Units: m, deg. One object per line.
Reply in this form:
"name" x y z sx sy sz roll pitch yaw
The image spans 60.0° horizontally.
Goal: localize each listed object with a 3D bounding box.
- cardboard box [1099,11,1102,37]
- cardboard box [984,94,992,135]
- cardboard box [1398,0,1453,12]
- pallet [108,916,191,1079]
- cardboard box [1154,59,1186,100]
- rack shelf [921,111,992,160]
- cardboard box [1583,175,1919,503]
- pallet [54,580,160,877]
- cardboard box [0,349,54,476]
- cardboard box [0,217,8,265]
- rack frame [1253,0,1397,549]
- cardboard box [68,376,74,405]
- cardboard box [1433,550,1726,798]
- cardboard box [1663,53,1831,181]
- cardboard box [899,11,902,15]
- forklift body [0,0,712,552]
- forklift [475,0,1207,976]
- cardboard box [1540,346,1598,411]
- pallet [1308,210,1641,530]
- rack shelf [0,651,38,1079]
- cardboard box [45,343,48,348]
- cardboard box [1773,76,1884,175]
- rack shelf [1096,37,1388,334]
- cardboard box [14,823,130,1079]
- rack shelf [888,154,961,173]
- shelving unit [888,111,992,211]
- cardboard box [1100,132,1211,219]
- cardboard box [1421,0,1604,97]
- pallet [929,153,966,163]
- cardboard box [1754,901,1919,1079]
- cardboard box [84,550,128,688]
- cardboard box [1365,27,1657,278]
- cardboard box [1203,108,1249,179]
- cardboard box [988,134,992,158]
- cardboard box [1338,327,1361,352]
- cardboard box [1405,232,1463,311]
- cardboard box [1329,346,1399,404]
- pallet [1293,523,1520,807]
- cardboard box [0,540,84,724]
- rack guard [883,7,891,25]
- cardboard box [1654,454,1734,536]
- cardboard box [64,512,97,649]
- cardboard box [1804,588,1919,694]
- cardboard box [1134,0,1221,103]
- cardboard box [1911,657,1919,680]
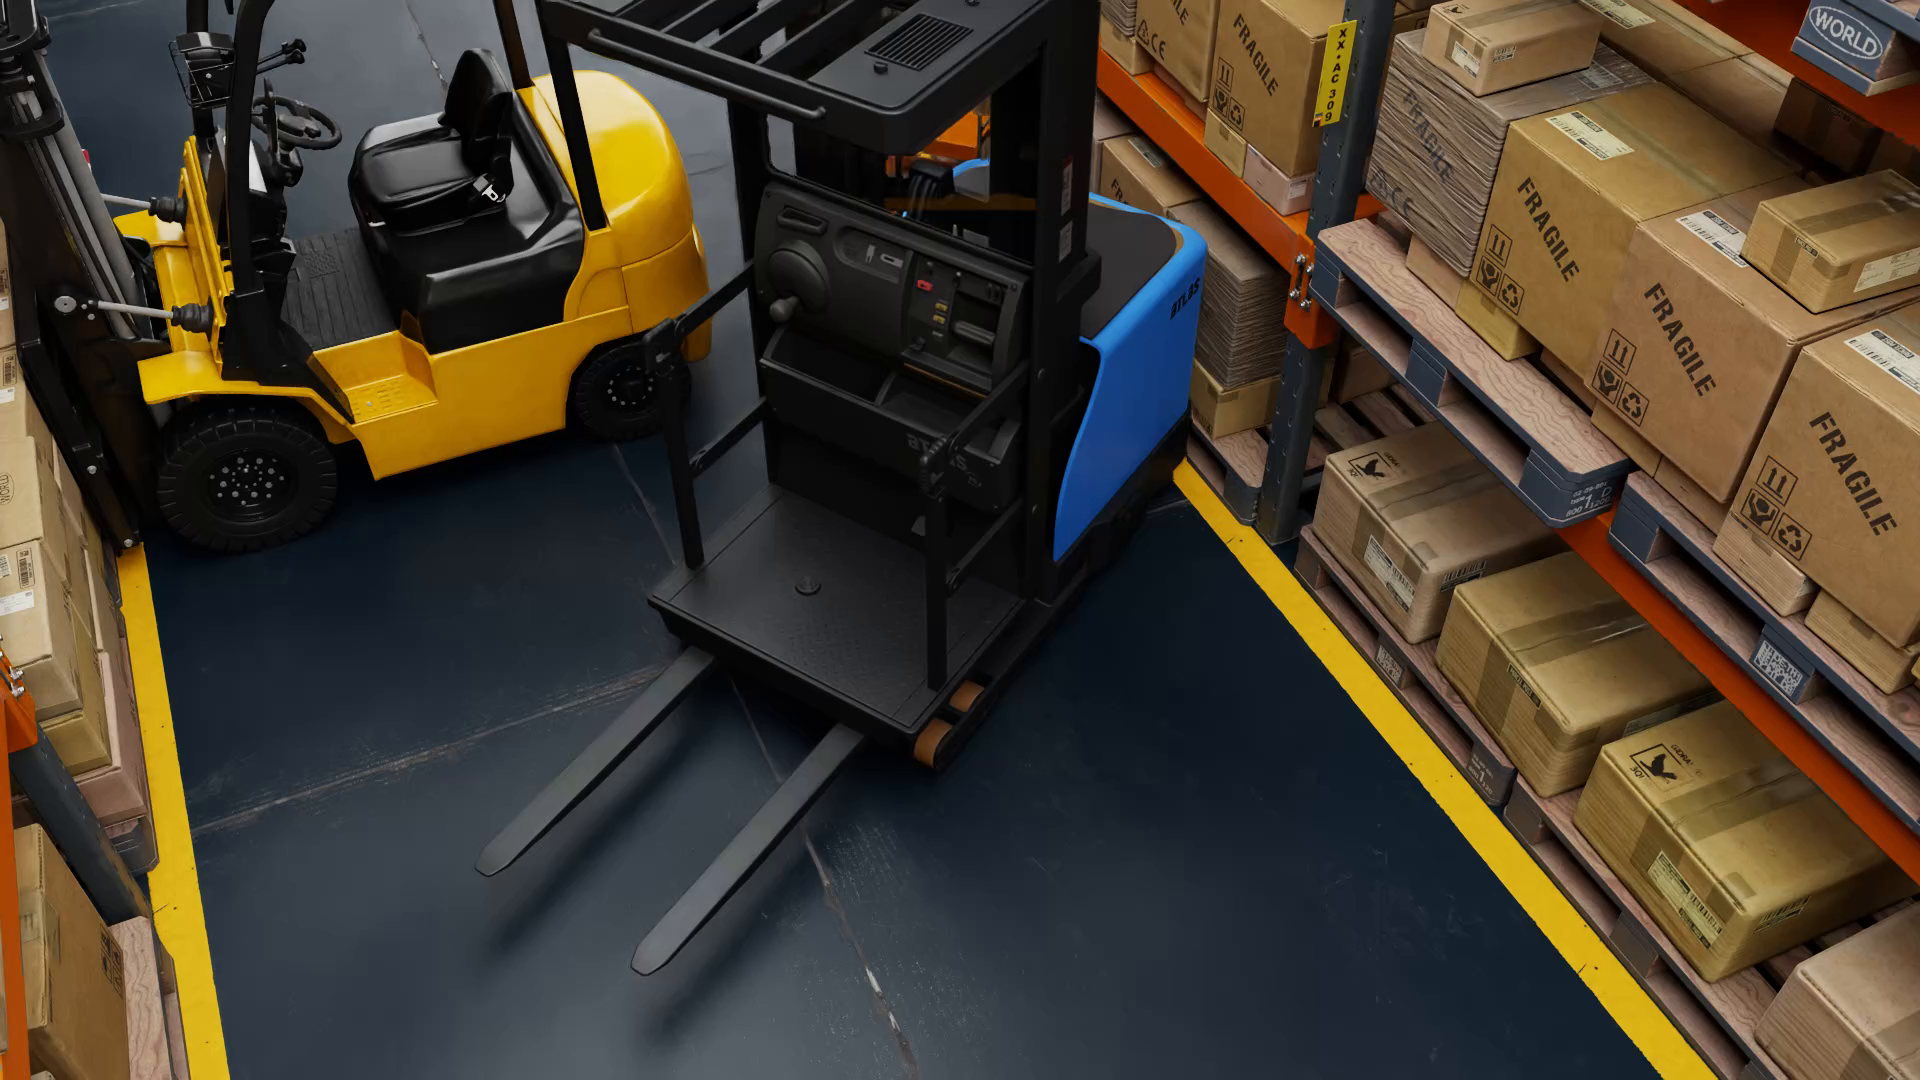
"cardboard box" 0.669 -2.067 6.388 0.380 0.149 0.250 -19 48 -18
"cardboard box" 0.435 -1.945 7.210 0.500 0.500 0.500 -17 47 -17
"cardboard box" 1.603 -2.065 5.212 0.700 0.500 0.500 -18 48 -18
"pallet" -2.566 1.696 4.381 1.003 0.211 1.213 -18 47 -17
"cardboard box" 0.938 -1.757 6.074 0.380 0.149 0.250 -19 48 -18
"rack shelf" -0.115 -1.562 6.419 0.480 0.148 0.258 14 46 14
"cardboard box" 1.935 -0.493 4.032 0.500 0.500 0.500 -18 47 -18
"pallet" -3.207 0.718 5.371 1.003 0.211 1.213 -18 47 -17
"cardboard box" -3.255 -0.325 5.390 0.500 0.250 0.500 -17 47 -16
"cardboard box" -3.675 -0.987 6.061 0.500 0.250 0.500 -17 47 -17
"rack frame" 1.591 -1.223 5.354 1.000 3.000 0.127 -18 47 -17
"cardboard box" -3.467 -0.303 6.080 0.500 0.250 0.500 -17 47 -16
"cardboard box" 2.119 0.353 5.328 0.950 0.372 0.625 -15 47 -15
"cardboard box" 2.203 -0.972 4.517 0.500 0.500 0.500 -18 47 -17
"cardboard box" 0.008 -2.599 7.873 0.500 0.500 0.500 -20 48 -19
"forklift body" -2.140 -1.332 6.069 2.313 2.155 1.214 -18 47 -17
"forklift" -0.342 -0.673 4.846 1.130 2.935 3.031 25 50 23
"cardboard box" 1.823 -0.518 4.519 0.380 0.149 0.250 -15 47 -15
"pallet" 1.781 -0.625 4.884 1.003 0.211 1.213 -18 47 -17
"rack shelf" -2.070 1.776 2.827 1.077 0.370 4.000 -18 47 -17
"cardboard box" -3.460 -0.469 5.893 0.500 0.250 0.500 -18 47 -18
"cardboard box" 2.292 -1.082 4.167 0.380 0.149 0.250 -19 48 -19
"rack shelf" 0.750 -2.242 6.898 1.077 0.370 4.000 -18 47 -17
"cardboard box" -2.681 1.270 4.219 0.875 0.625 0.625 -16 47 -16
"rack shelf" -0.115 -1.394 6.585 0.480 0.148 0.258 14 46 14
"shelving unit" -0.115 -1.282 6.695 0.503 1.200 0.258 14 46 14
"cardboard box" 0.884 -1.282 6.539 0.500 0.500 0.500 -17 47 -17
"cardboard box" 1.468 -1.341 4.429 0.380 0.149 0.250 -18 47 -18
"pallet" 0.251 -2.203 8.332 1.003 0.211 1.213 -18 47 -17
"cardboard box" 2.727 1.281 4.388 0.950 0.372 0.625 -19 48 -18
"cardboard box" -3.041 0.349 5.419 0.500 0.250 0.500 -19 48 -18
"cardboard box" 1.528 -1.131 4.678 0.500 0.500 0.500 -17 47 -16
"cardboard box" 1.068 -1.405 5.718 0.380 0.149 0.250 -17 47 -17
"cardboard box" 0.446 -1.676 7.471 0.500 0.250 0.500 -15 47 -15
"cardboard box" 1.588 -1.117 6.371 0.500 0.500 0.500 -16 47 -16
"cardboard box" 1.537 -0.838 4.843 0.380 0.149 0.250 -17 47 -17
"cardboard box" 1.588 -0.850 6.634 0.500 0.250 0.500 -20 48 -19
"pallet" 1.920 0.265 5.831 1.003 0.211 1.213 -18 47 -17
"cardboard box" -2.829 0.318 4.739 0.500 0.250 0.500 -19 48 -18
"rack guard" -0.059 -2.834 8.766 1.175 0.500 0.348 -18 47 -17
"cardboard box" 1.995 -0.184 4.180 0.380 0.149 0.250 -18 47 -17
"cardboard box" -3.048 0.177 5.238 0.500 0.250 0.500 -18 47 -18
"cardboard box" 2.198 0.162 3.830 0.380 0.149 0.250 -19 48 -19
"cardboard box" 0.956 -1.900 5.757 0.500 0.500 0.500 -17 47 -16
"cardboard box" 2.389 0.180 3.350 0.500 0.500 0.500 -21 48 -20
